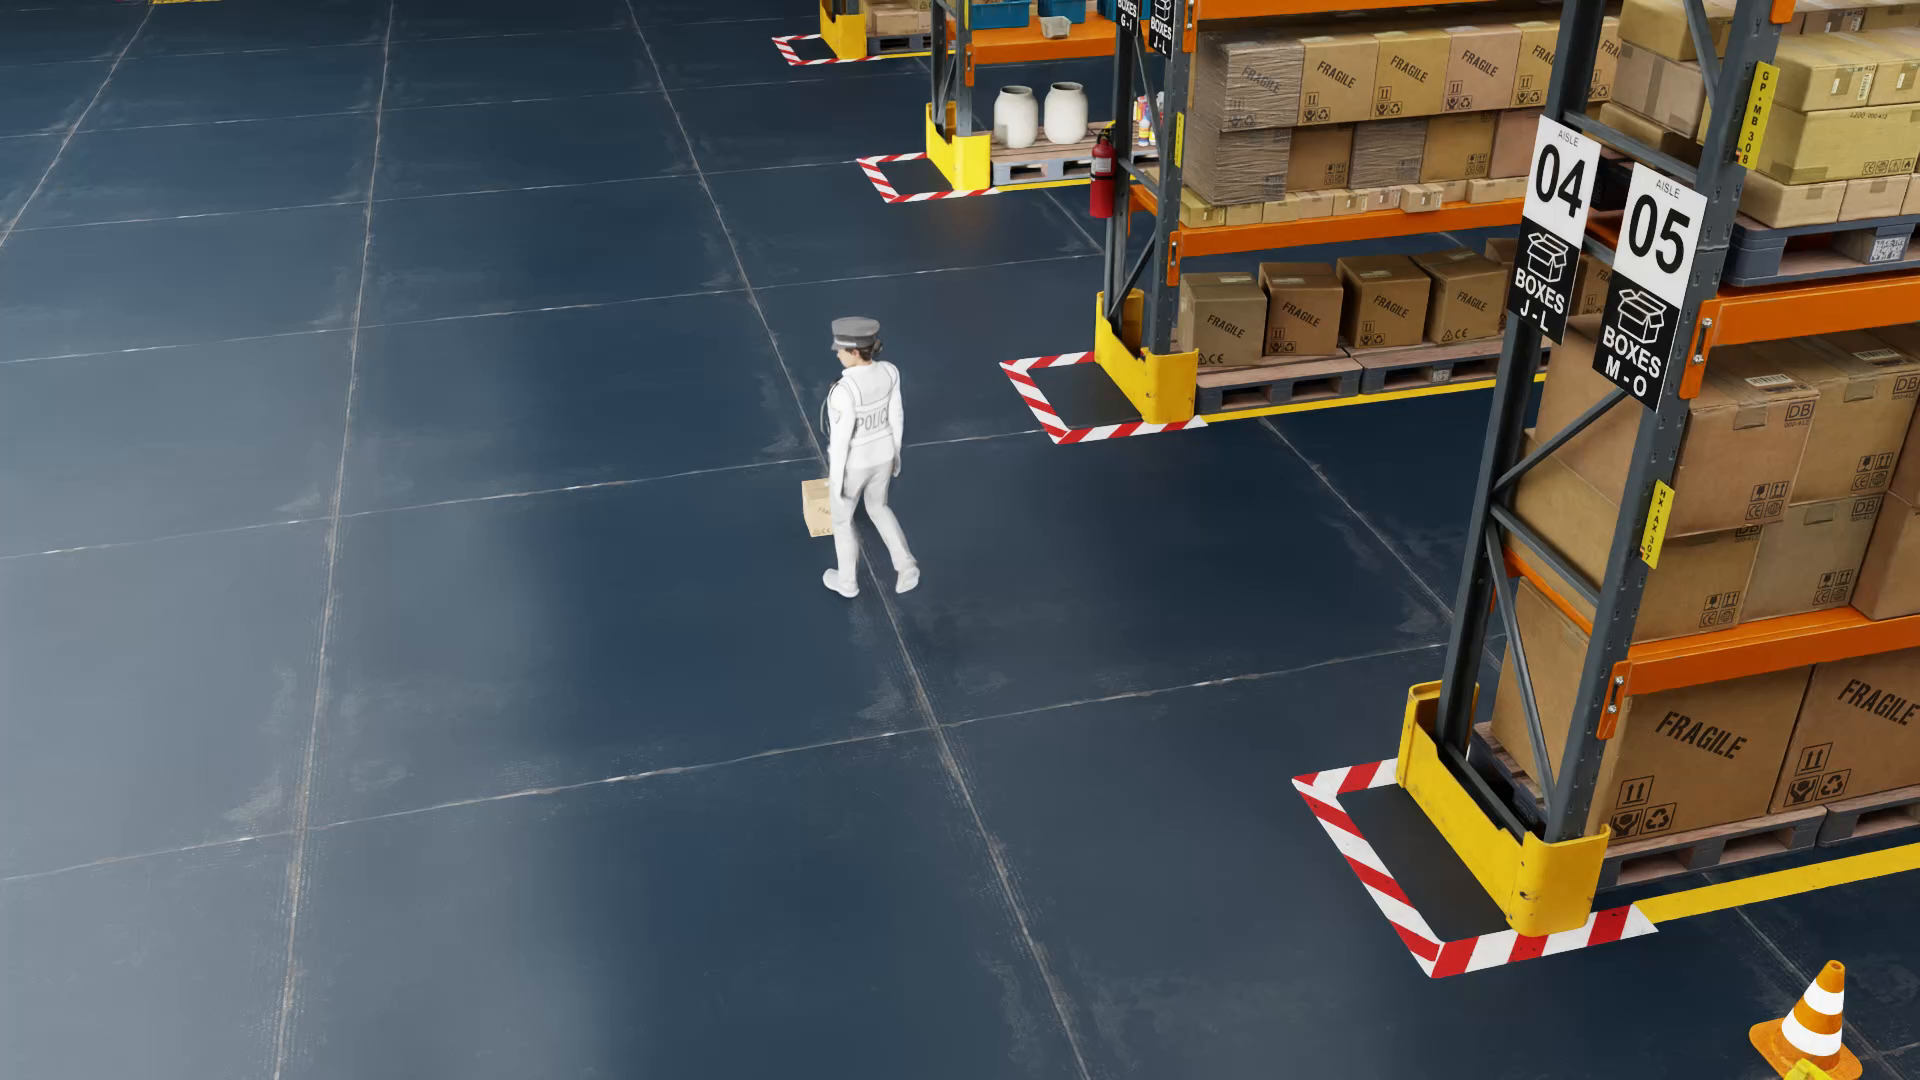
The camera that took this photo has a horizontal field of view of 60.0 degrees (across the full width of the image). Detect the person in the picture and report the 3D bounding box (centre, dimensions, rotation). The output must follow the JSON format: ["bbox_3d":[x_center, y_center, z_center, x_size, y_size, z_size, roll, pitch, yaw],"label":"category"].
[{"bbox_3d":[-0.505,-0.401,8.888,0.501,1.659,0.646,-25,38,-35],"label":"person"}]
